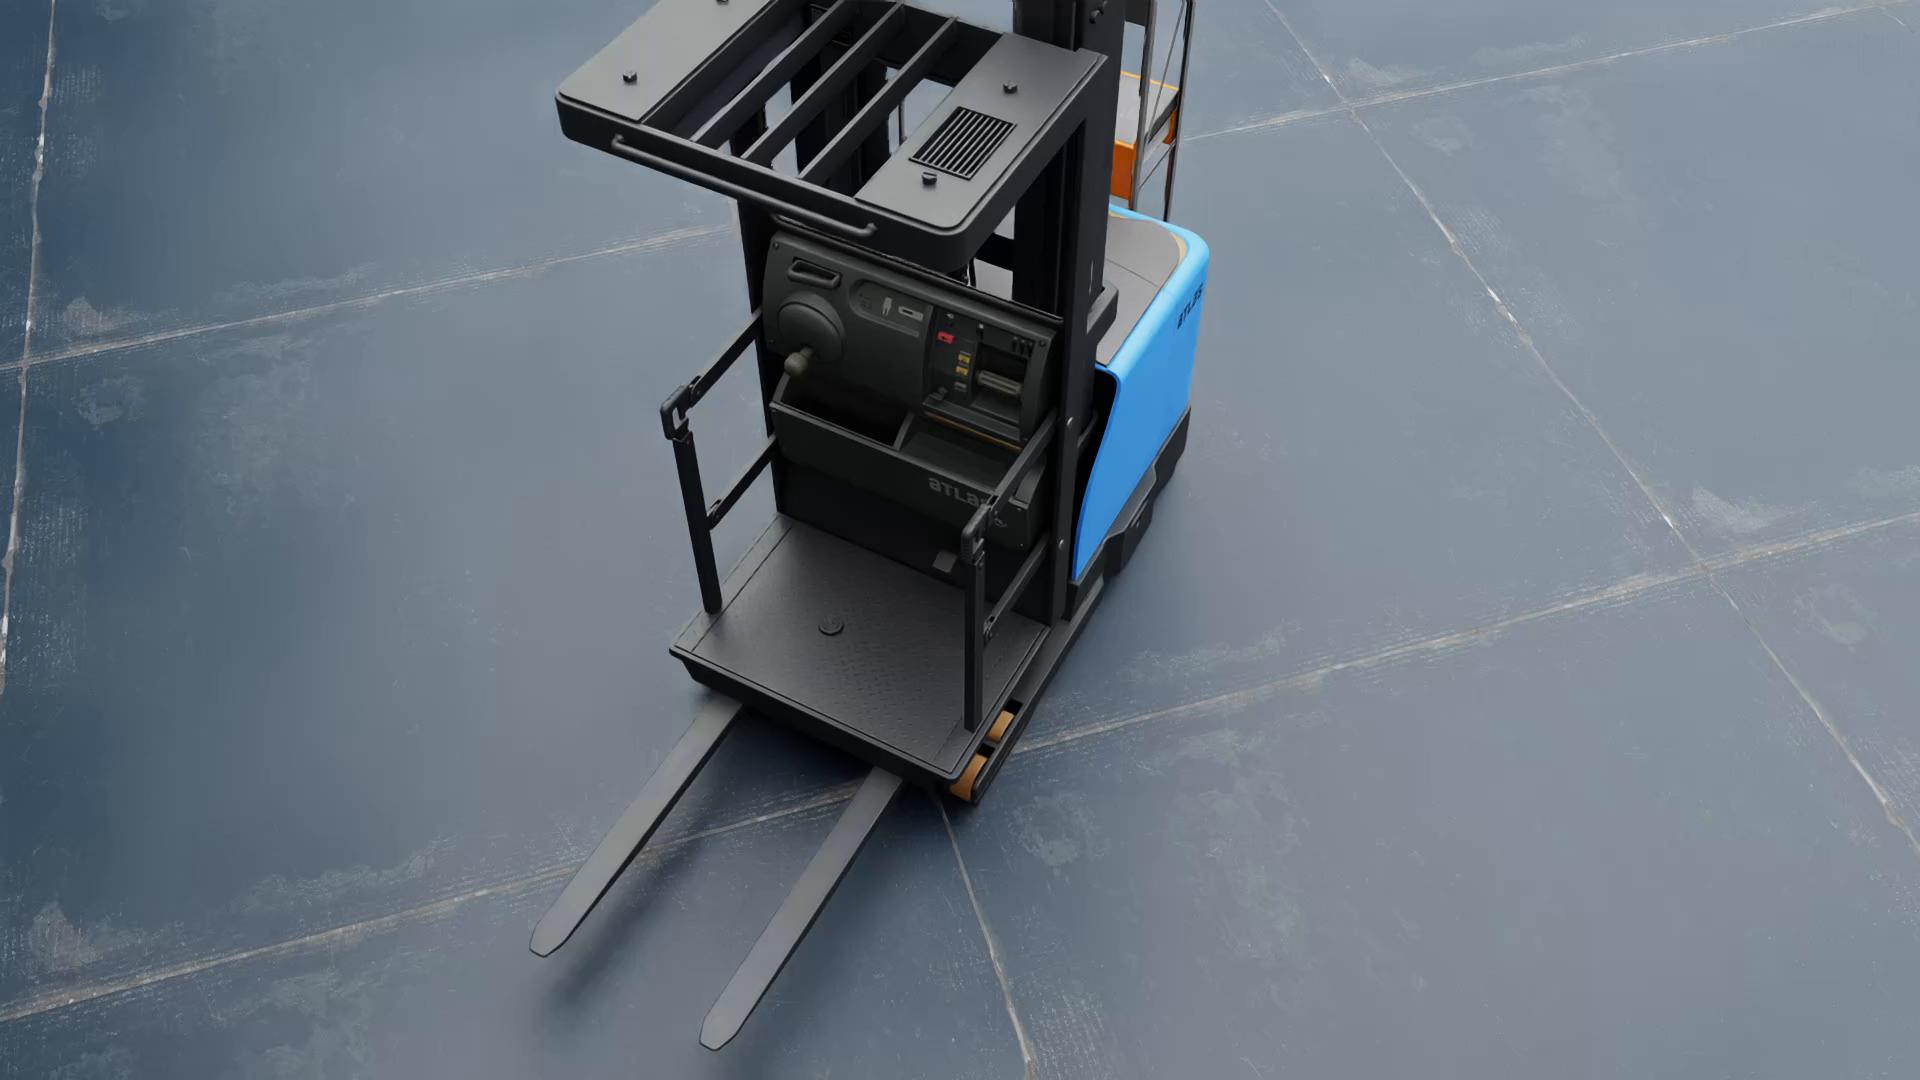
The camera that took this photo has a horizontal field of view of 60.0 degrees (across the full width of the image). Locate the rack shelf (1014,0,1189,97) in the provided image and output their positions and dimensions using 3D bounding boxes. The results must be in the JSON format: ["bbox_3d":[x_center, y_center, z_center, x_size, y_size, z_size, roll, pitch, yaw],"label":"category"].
[{"bbox_3d":[0.493,-1.877,5.561,0.480,0.518,0.431,22,53,18],"label":"rack shelf"}]

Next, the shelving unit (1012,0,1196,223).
[{"bbox_3d":[0.492,-1.434,6.085,0.503,2.100,0.431,22,53,18],"label":"shelving unit"}]

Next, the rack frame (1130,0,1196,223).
[{"bbox_3d":[0.707,-1.345,6.010,0.015,2.100,0.400,22,53,18],"label":"rack frame"}]

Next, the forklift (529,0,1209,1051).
[{"bbox_3d":[-0.268,-0.484,4.741,1.130,2.935,3.031,22,53,18],"label":"forklift"}]

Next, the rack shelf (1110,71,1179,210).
[{"bbox_3d":[0.492,-1.425,6.095,0.480,0.518,0.431,22,53,18],"label":"rack shelf"}]

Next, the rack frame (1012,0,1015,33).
[{"bbox_3d":[0.278,-1.522,6.160,0.015,2.100,0.400,22,53,18],"label":"rack frame"}]
